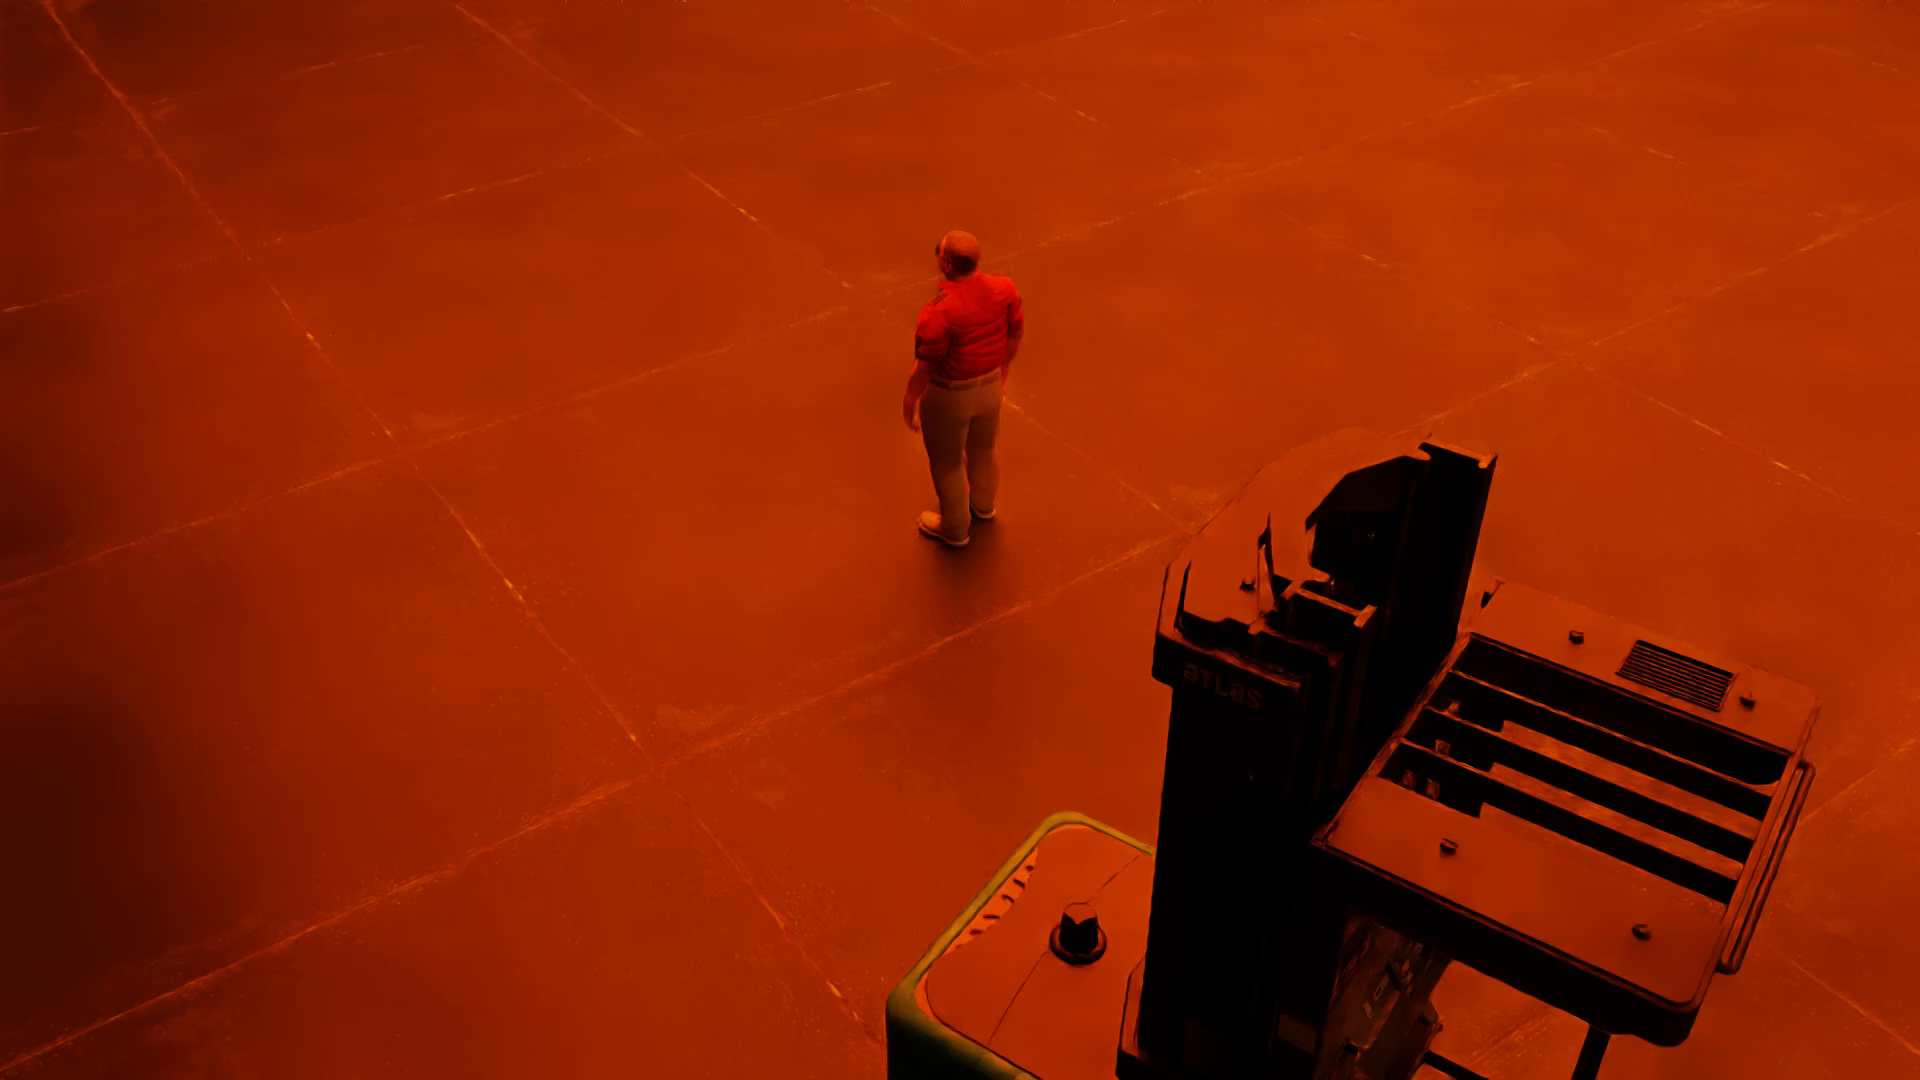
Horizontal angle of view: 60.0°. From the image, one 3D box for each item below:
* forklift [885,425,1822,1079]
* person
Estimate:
[{"bbox_3d":[1.270,1.280,4.214,3.031,2.935,1.130,22,42,27],"label":"forklift"},{"bbox_3d":[-0.042,-0.749,7.956,0.640,1.727,0.550,-23,42,-28],"label":"person"}]
